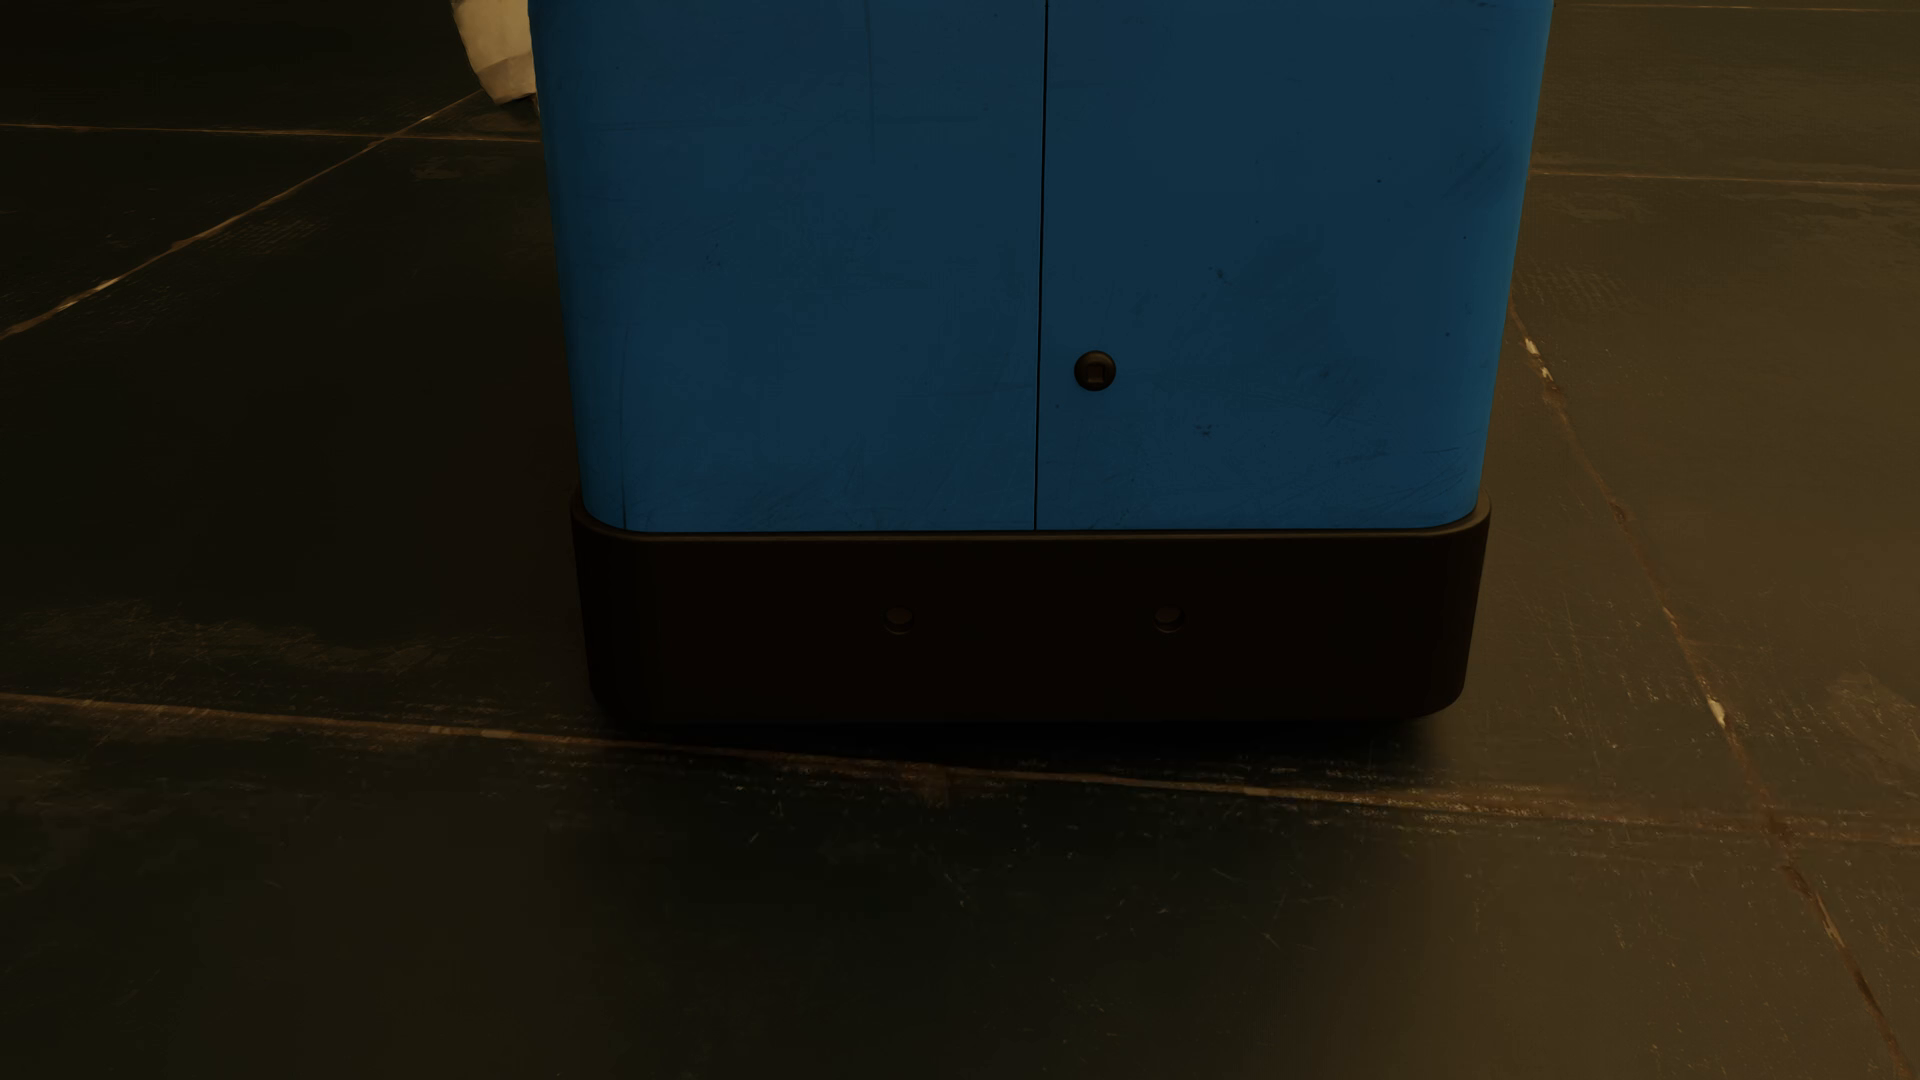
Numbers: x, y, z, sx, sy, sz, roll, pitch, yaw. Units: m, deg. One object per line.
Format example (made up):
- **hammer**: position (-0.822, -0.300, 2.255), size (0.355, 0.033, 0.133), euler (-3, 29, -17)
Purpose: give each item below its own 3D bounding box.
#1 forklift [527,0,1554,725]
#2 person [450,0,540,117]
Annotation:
- **forklift**: position (0.064, -1.712, 2.649), size (1.130, 2.935, 3.031), euler (0, 27, -1)
- **person**: position (-0.258, -0.740, 2.235), size (0.995, 1.551, 0.893), euler (1, 27, 2)
